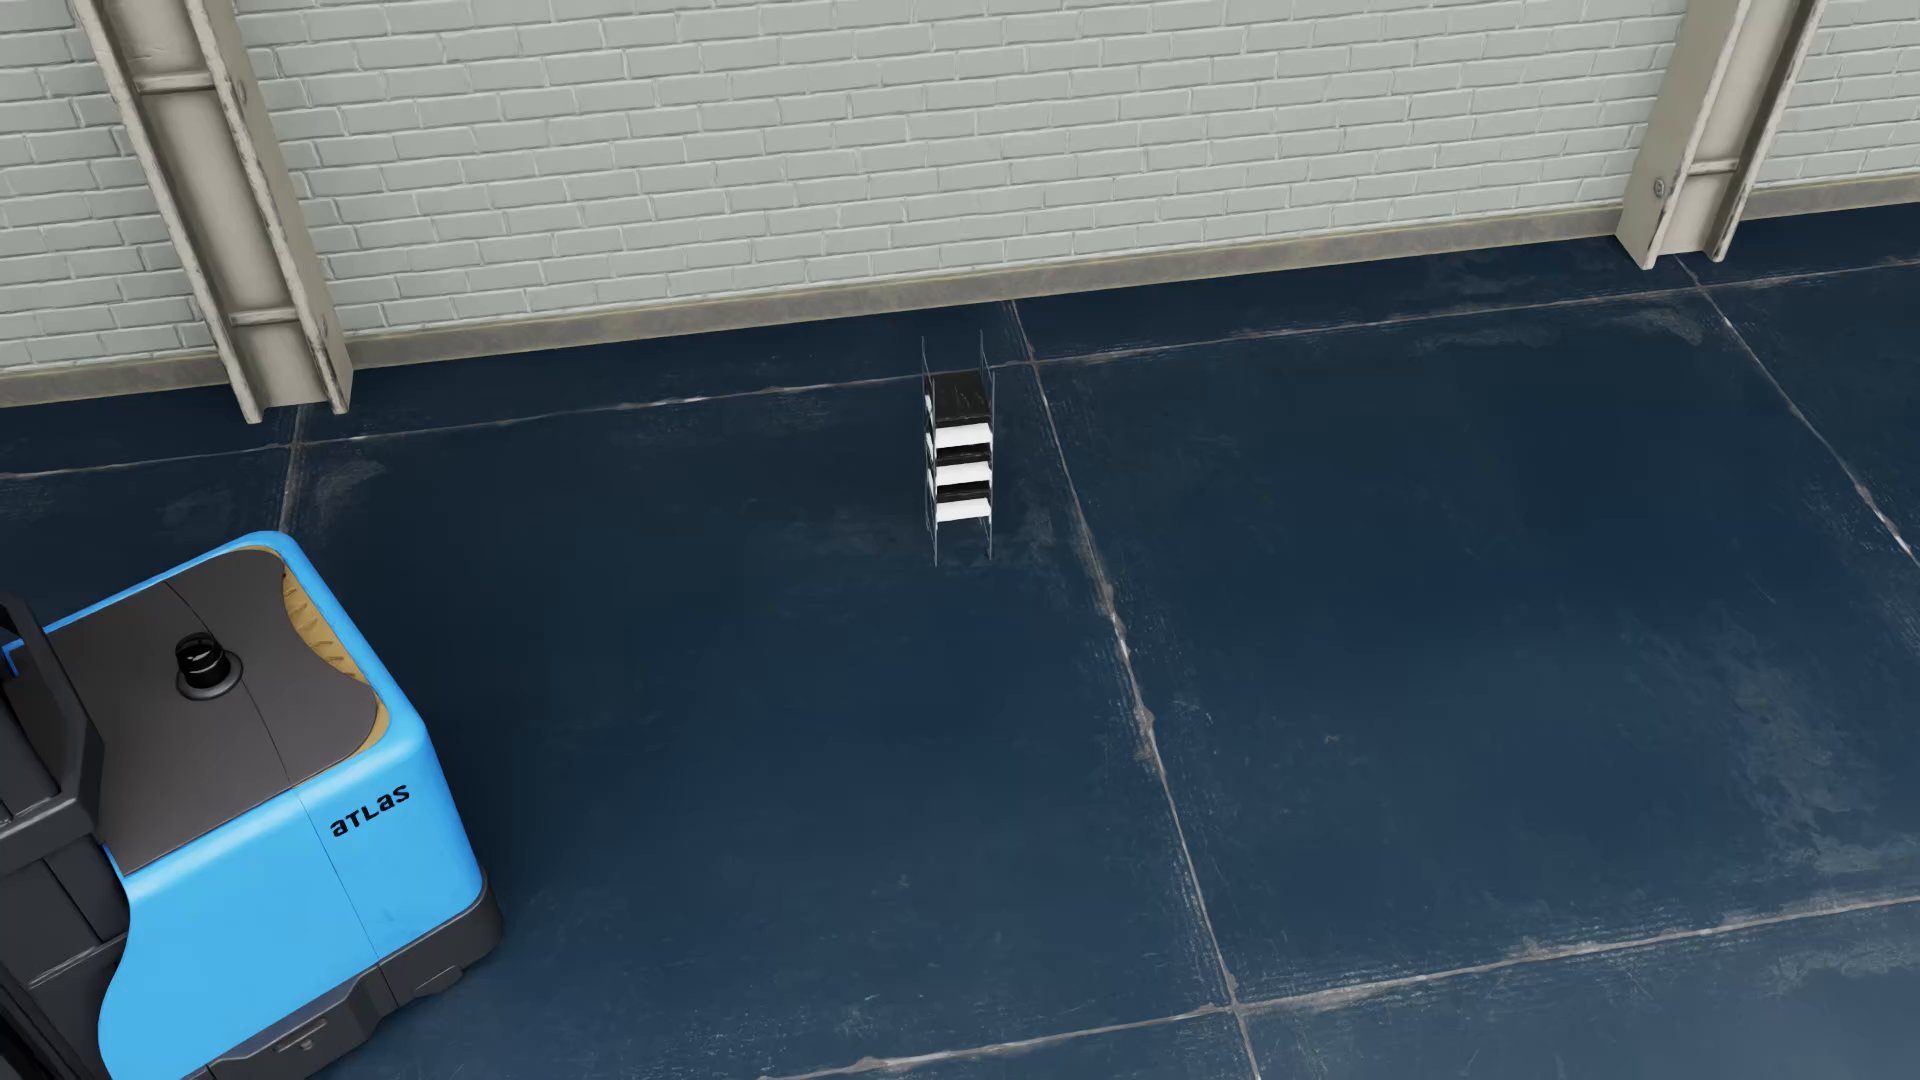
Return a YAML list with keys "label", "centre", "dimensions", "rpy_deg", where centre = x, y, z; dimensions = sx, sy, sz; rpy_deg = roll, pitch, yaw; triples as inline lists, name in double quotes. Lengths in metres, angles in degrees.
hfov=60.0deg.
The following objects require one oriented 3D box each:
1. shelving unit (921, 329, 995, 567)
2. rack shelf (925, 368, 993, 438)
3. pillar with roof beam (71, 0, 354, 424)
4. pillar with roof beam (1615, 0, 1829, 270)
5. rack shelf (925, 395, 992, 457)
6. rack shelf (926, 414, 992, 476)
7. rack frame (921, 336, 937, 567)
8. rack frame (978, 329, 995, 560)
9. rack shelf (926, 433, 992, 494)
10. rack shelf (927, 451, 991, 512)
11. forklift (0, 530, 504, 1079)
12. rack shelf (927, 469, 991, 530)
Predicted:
- label: "shelving unit"
  centre: [-0.008, -0.311, 5.925]
  dimensions: [0.210, 0.900, 0.258]
  rpy_deg: [-7, 46, -7]
- label: "rack shelf"
  centre: [-0.008, -0.475, 5.755]
  dimensions: [0.200, 0.077, 0.258]
  rpy_deg: [-7, 46, -7]
- label: "pillar with roof beam"
  centre: [-1.971, -0.668, 0.645]
  dimensions: [0.400, 9.000, 9.100]
  rpy_deg: [-7, 46, -7]
- label: "pillar with roof beam"
  centre: [3.941, -1.405, 1.355]
  dimensions: [0.400, 9.000, 9.100]
  rpy_deg: [-7, 46, -7]
- label: "rack shelf"
  centre: [-0.008, -0.413, 5.819]
  dimensions: [0.200, 0.077, 0.258]
  rpy_deg: [-7, 46, -7]
- label: "rack shelf"
  centre: [-0.008, -0.351, 5.884]
  dimensions: [0.200, 0.077, 0.258]
  rpy_deg: [-7, 46, -7]
- label: "rack frame"
  centre: [-0.108, -0.299, 5.913]
  dimensions: [0.006, 0.900, 0.240]
  rpy_deg: [-7, 46, -7]
- label: "rack frame"
  centre: [0.092, -0.324, 5.937]
  dimensions: [0.006, 0.900, 0.240]
  rpy_deg: [-7, 46, -7]
- label: "rack shelf"
  centre: [-0.008, -0.288, 5.949]
  dimensions: [0.200, 0.077, 0.258]
  rpy_deg: [-7, 46, -7]
- label: "rack shelf"
  centre: [-0.008, -0.226, 6.014]
  dimensions: [0.200, 0.077, 0.258]
  rpy_deg: [-7, 46, -7]
- label: "forklift"
  centre: [-2.848, 0.605, 3.632]
  dimensions: [3.031, 2.935, 1.130]
  rpy_deg: [-30, 53, -25]
- label: "rack shelf"
  centre: [-0.008, -0.163, 6.079]
  dimensions: [0.200, 0.077, 0.258]
  rpy_deg: [-7, 46, -7]
